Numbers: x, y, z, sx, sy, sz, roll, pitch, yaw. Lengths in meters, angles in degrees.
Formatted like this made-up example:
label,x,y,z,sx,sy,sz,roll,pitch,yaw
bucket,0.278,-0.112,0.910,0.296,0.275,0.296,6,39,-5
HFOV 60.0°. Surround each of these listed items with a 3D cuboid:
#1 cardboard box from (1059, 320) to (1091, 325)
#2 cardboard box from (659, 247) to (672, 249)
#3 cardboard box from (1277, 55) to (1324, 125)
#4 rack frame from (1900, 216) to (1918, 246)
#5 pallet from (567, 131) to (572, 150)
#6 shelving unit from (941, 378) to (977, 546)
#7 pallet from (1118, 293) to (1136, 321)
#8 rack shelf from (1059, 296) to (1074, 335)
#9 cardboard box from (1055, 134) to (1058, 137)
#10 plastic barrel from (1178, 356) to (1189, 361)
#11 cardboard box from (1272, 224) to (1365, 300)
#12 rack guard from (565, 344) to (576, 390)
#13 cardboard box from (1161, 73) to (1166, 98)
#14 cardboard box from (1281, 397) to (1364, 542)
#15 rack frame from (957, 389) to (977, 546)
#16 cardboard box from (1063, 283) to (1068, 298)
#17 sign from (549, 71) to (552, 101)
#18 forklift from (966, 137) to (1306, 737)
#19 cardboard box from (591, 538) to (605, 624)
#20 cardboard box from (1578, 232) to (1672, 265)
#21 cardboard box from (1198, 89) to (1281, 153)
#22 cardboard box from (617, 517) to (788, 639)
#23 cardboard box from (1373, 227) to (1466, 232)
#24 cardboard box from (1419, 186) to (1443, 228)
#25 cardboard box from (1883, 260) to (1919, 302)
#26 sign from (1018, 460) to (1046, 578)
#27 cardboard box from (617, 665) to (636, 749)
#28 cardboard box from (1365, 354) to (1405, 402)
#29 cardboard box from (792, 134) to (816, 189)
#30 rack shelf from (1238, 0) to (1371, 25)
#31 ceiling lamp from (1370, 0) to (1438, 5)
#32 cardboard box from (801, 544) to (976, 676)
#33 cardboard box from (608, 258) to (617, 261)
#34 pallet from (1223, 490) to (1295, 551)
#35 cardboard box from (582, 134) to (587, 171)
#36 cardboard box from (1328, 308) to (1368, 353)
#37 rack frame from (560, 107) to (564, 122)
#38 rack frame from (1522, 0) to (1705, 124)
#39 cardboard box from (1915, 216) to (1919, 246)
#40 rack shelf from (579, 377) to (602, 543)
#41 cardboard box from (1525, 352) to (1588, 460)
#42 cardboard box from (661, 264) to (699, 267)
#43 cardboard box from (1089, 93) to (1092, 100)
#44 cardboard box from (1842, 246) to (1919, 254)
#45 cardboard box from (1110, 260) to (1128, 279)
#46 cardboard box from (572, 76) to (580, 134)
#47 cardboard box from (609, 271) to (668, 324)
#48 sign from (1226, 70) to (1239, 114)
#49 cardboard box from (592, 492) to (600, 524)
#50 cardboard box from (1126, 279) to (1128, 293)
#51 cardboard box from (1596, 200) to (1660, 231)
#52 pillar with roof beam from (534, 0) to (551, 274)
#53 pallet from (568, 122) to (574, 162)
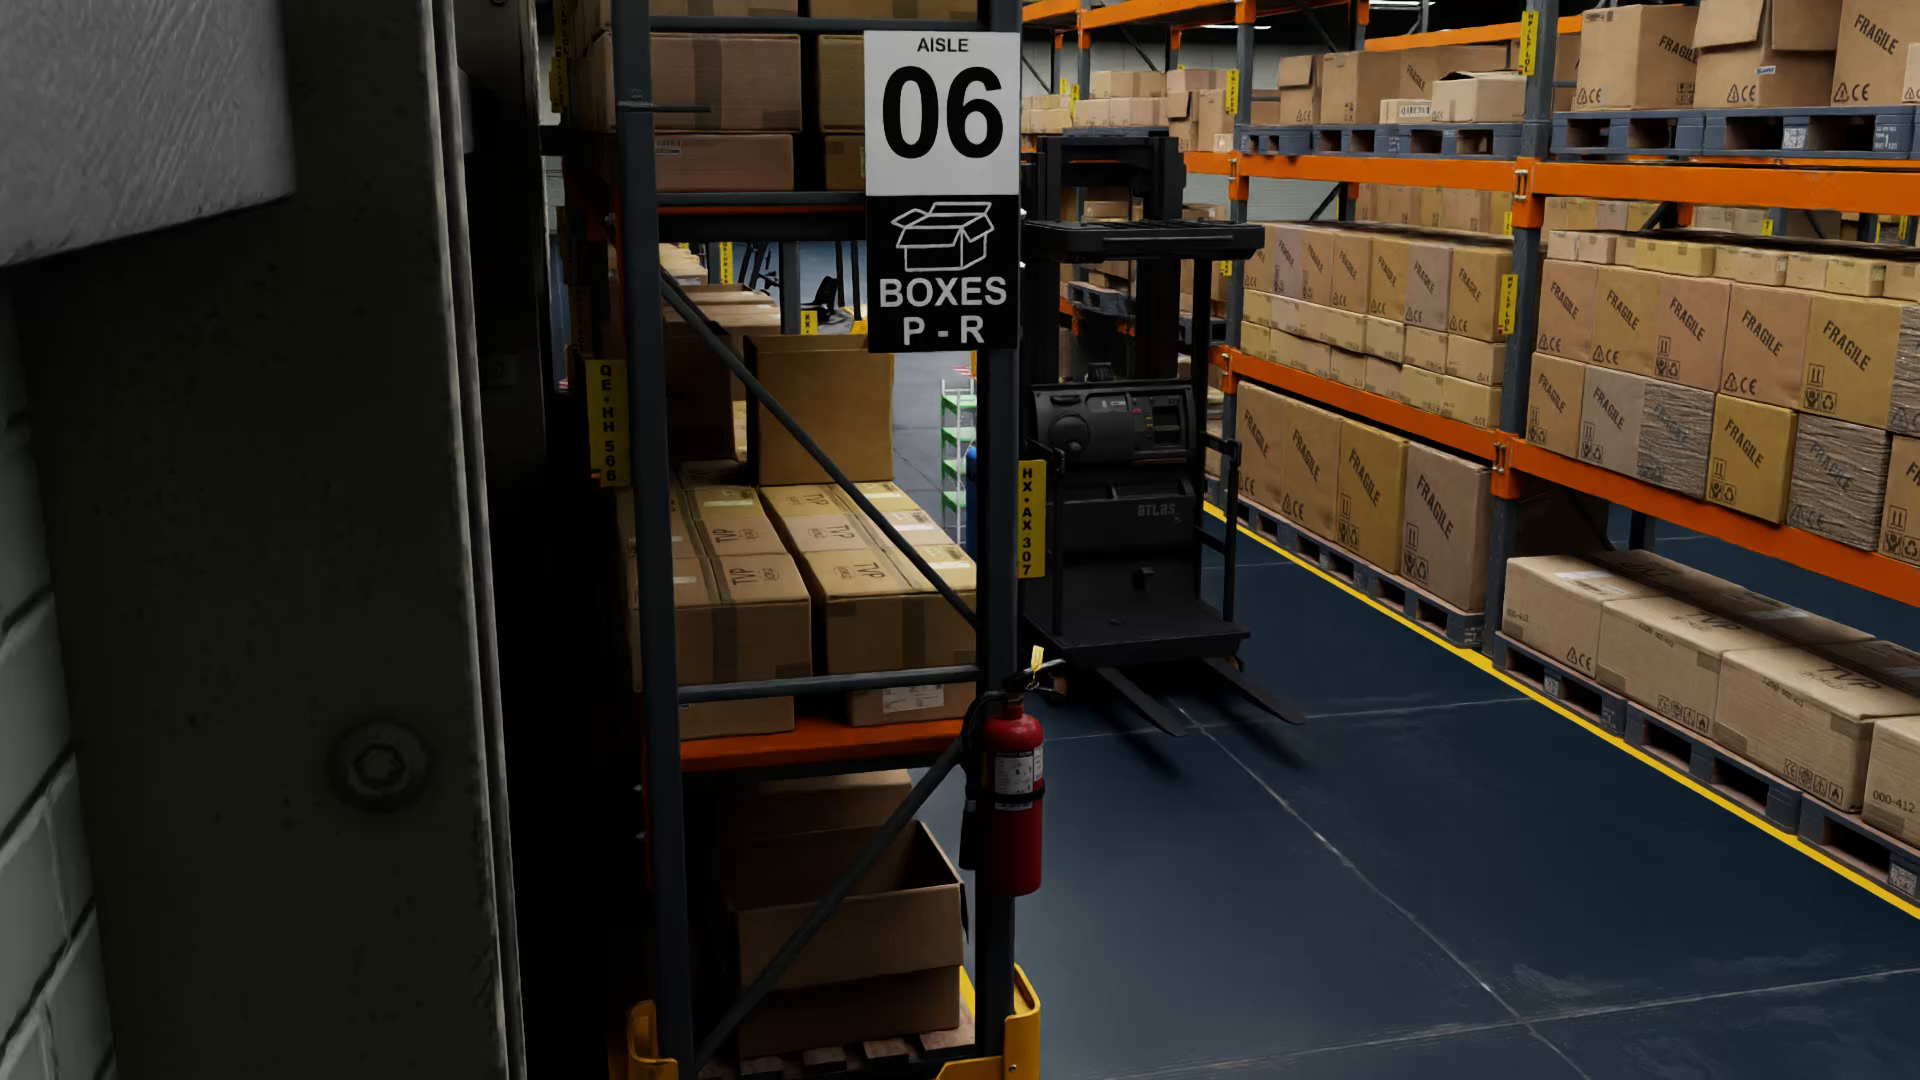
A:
label,x,y,z,sx,sy,sz,roll,pitch,yaw
cardboard box,1.140,-2.122,18.120,0.500,0.500,0.500,-3,14,-12
cardboard box,-2.782,-2.552,14.975,0.380,0.149,0.250,-3,14,-13
cardboard box,2.836,-3.360,12.438,0.797,0.503,0.637,-4,14,-17
rack frame,11.294,-3.203,19.216,1.000,3.000,0.127,-3,14,-13
pallet,-2.735,-3.225,13.384,1.003,0.211,1.213,-3,14,-11
shelving unit,0.039,-0.545,12.128,0.258,1.200,0.503,-3,14,-13
pallet,2.096,-2.089,15.060,1.003,0.211,1.213,-3,14,-13
rack shelf,1.192,-2.762,18.929,1.077,0.370,4.000,-3,14,-13
cardboard box,1.220,-4.223,17.602,0.380,0.149,0.250,-4,14,-15
plastic barrel,2.679,-1.929,19.433,0.512,0.421,0.421,7,15,26
cardboard box,2.605,-2.021,12.060,0.500,0.500,0.500,-3,14,-13
rack guard,-4.108,-2.087,19.915,1.175,0.500,0.348,-3,14,-13
cardboard box,1.921,-4.355,15.989,0.500,0.250,0.500,-3,14,-12
cardboard box,2.888,-0.529,11.866,0.875,0.875,0.875,-3,14,-13
rack frame,0.096,-0.488,11.898,0.240,1.200,0.015,-3,14,-13
cardboard box,1.290,-2.585,17.219,0.380,0.149,0.250,-3,14,-14
sign,-4.643,-5.186,19.006,0.100,0.325,0.005,-3,14,-13
forklift,0.916,-0.660,8.952,1.130,2.935,3.031,-4,14,-15
cardboard box,-1.795,0.271,9.378,0.500,0.500,0.500,-4,14,-16
cardboard box,3.438,-1.509,8.598,0.380,0.149,0.250,-3,14,-12
cardboard box,2.388,-3.452,13.707,0.700,0.500,0.500,-3,14,-13
cardboard box,-0.830,0.114,5.331,0.500,0.250,0.500,-3,14,-13
cardboard box,3.215,-1.924,11.666,0.500,0.500,0.500,-3,14,-13
cardboard box,6.029,-4.008,19.923,0.875,0.550,0.500,-3,14,-13
cardboard box,3.964,-1.040,6.678,0.380,0.149,0.250,-3,14,-14
sign,0.183,-0.055,4.509,0.100,0.325,0.005,-3,14,-13
cardboard box,-1.358,0.741,7.856,0.500,0.311,0.500,-3,14,-11
cardboard box,2.971,-1.056,10.747,0.500,0.250,0.500,-4,14,-15
cardboard box,-0.280,-1.085,4.757,0.380,0.149,0.250,-3,14,-12
rack shelf,3.071,-3.637,10.710,1.077,0.370,4.000,-3,14,-13
ceiling lamp,9.849,-13.832,37.785,2.000,3.185,0.800,-3,14,-13
cardboard box,-0.189,0.204,4.960,0.500,0.250,0.500,-3,14,-13
cardboard box,-2.876,-2.231,13.659,0.380,0.149,0.250,-3,14,-12
pallet,2.713,-0.187,12.747,1.003,0.211,1.213,-3,14,-13
cardboard box,-1.410,-1.650,7.071,0.380,0.149,0.250,-3,14,-13
cardboard box,2.811,-1.414,11.158,0.500,0.250,0.500,-3,14,-12
rack frame,-4.102,-6.210,18.884,1.000,3.000,0.127,-3,14,-13
rack frame,3.540,-3.719,8.689,1.000,3.000,0.127,-3,14,-13
cardboard box,11.345,-3.507,18.312,1.000,1.000,1.000,-3,14,-13
rack shelf,-1.753,-0.639,10.239,1.077,0.370,4.000,-3,14,-13
cardboard box,3.396,-0.730,8.886,0.500,0.500,0.500,-3,14,-11
cardboard box,-2.235,-2.083,13.054,0.380,0.149,0.250,-3,14,-13
cardboard box,1.375,-4.434,16.783,0.380,0.149,0.250,-3,14,-12
cardboard box,4.233,-1.247,7.525,0.380,0.149,0.250,-3,14,-13
cardboard box,1.714,-2.693,15.407,0.500,0.500,0.500,-3,14,-14
cardboard box,-1.441,-1.923,7.349,0.500,0.250,0.500,-4,14,-14
cardboard box,-2.254,-1.575,11.458,0.500,0.500,0.500,-3,14,-11
sign,2.073,-3.406,12.639,0.100,0.325,0.005,-3,14,-13
cardboard box,-1.996,-0.197,9.929,0.380,0.149,0.250,-3,14,-12
cardboard box,1.751,-2.349,15.366,0.380,0.149,0.250,-3,14,-13
cardboard box,6.813,-3.134,16.619,0.700,0.500,0.500,-3,14,-13
pillar with roof beam,-4.857,-10.391,36.000,9.100,9.000,0.400,-3,14,-13
pallet,-1.615,-2.287,9.541,1.213,0.211,1.003,-3,14,-13
